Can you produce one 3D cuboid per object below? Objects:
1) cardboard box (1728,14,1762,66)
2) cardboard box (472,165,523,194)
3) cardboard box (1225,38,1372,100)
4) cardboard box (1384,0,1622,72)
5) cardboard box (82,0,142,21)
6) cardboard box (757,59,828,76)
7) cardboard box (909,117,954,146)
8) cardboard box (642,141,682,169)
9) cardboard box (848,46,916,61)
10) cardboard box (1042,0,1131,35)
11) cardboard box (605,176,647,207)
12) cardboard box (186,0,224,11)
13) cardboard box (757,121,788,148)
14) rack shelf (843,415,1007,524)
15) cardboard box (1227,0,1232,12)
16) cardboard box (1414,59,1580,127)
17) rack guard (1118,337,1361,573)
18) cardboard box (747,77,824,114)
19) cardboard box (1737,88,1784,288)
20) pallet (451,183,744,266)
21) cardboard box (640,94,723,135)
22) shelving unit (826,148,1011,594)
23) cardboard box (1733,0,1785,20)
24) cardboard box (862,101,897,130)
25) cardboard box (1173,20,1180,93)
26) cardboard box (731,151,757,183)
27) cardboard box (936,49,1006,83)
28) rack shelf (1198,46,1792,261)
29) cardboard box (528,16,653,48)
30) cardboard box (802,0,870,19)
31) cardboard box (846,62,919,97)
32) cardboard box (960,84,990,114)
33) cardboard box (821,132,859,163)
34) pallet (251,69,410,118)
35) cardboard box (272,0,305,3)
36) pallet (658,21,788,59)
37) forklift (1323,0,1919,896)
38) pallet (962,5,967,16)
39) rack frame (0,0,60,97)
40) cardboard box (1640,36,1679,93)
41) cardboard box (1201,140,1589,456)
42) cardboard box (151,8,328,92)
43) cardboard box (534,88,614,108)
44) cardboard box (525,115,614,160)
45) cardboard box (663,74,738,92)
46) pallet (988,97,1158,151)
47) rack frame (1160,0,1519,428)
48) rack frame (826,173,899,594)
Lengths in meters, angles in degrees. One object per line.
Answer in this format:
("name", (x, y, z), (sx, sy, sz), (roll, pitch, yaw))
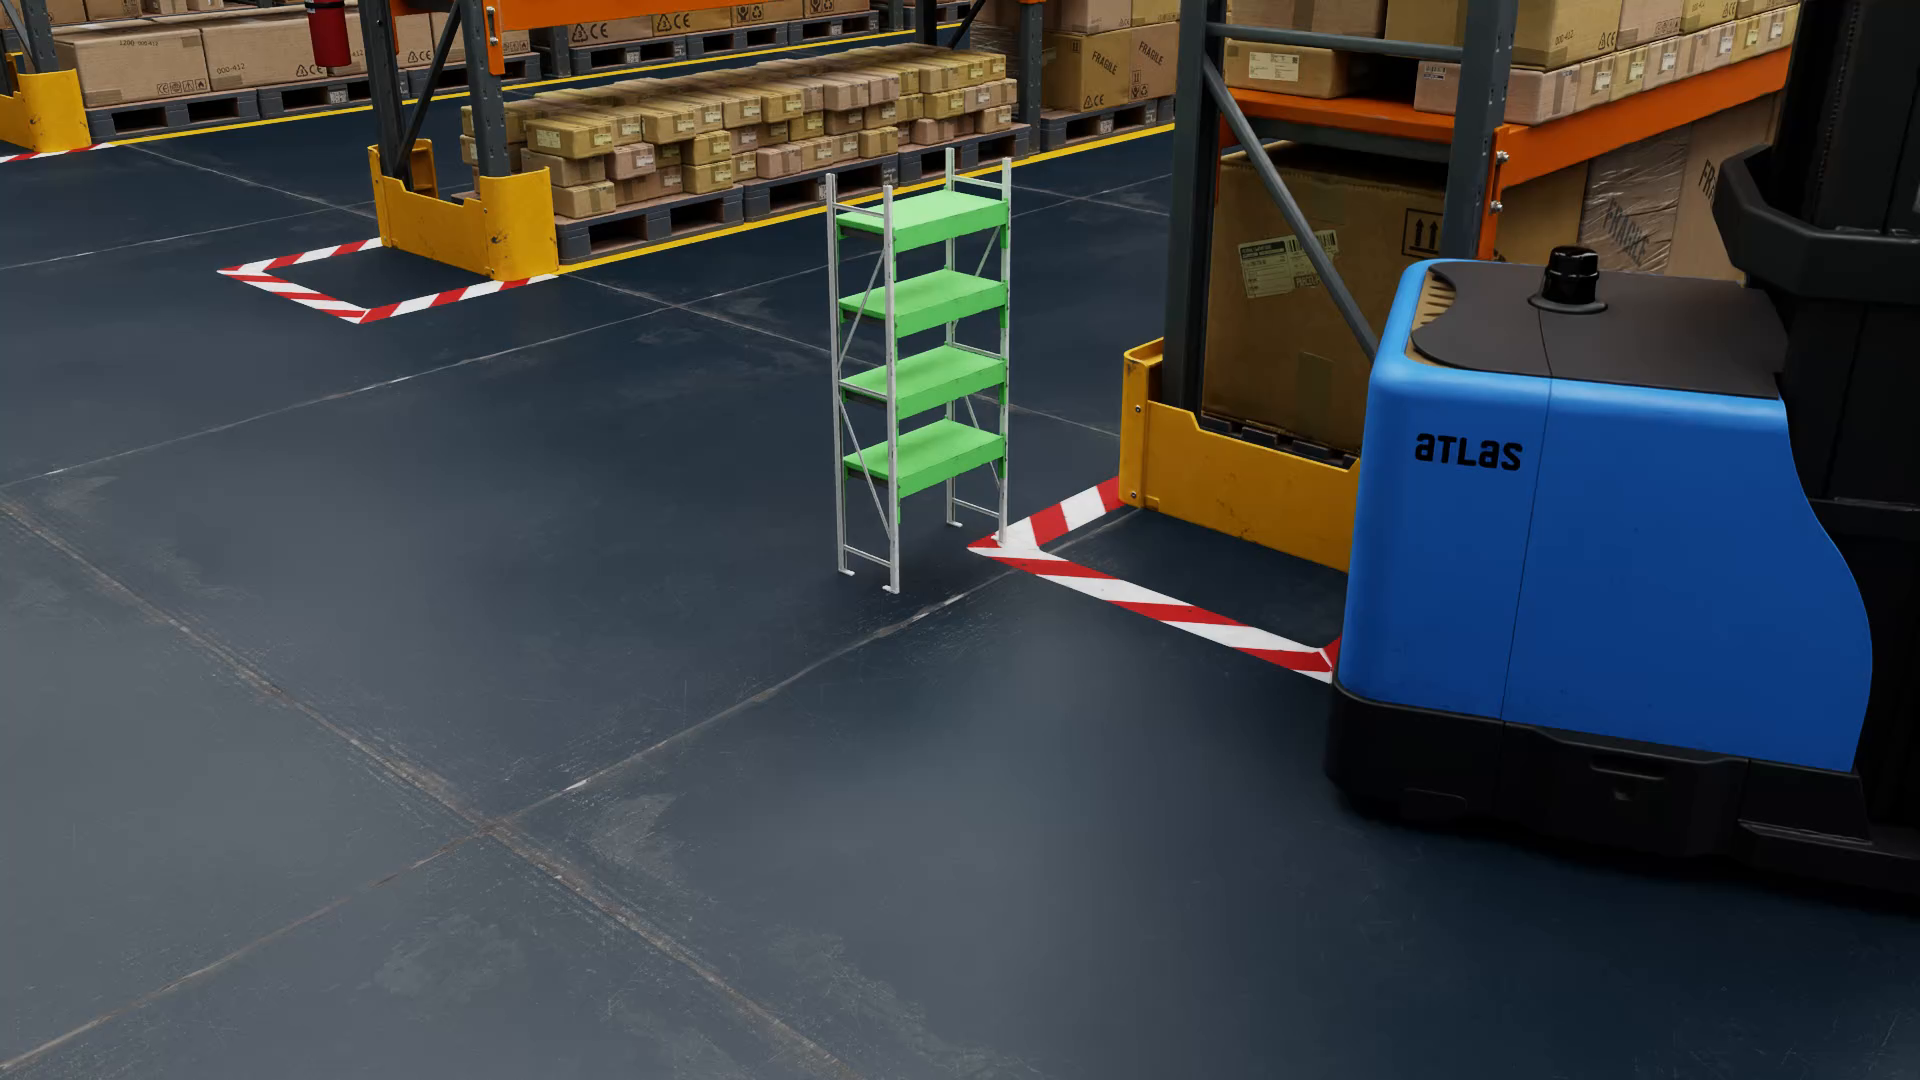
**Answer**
("cardboard box", (2.576, -1.780, 5.860), (0.380, 0.149, 0.250), (19, 30, 36))
("cardboard box", (-2.362, -1.900, 8.793), (0.380, 0.149, 0.250), (21, 31, 38))
("cardboard box", (1.060, -1.491, 5.216), (0.380, 0.149, 0.250), (21, 32, 38))
("cardboard box", (1.589, -1.547, 4.854), (0.500, 0.250, 0.500), (19, 30, 36))
("cardboard box", (-8.240, -5.245, 15.824), (0.700, 0.500, 0.500), (19, 30, 36))
("cardboard box", (-1.021, -2.826, 10.130), (0.380, 0.149, 0.250), (21, 32, 39))
("cardboard box", (-0.261, -2.535, 10.208), (0.380, 0.149, 0.250), (19, 30, 36))
("cardboard box", (-1.695, -2.075, 8.820), (0.380, 0.149, 0.250), (21, 31, 38))
("cardboard box", (-0.501, -3.057, 10.646), (0.380, 0.149, 0.250), (22, 32, 40))
("cardboard box", (0.801, -3.557, 11.143), (0.500, 0.250, 0.500), (19, 30, 35))
("cardboard box", (-1.857, -1.857, 8.698), (0.380, 0.149, 0.250), (20, 31, 37))
("cardboard box", (-7.494, -5.327, 16.436), (0.380, 0.149, 0.250), (19, 30, 36))
("cardboard box", (-1.187, -2.324, 9.375), (0.380, 0.149, 0.250), (22, 32, 40))
("rack shelf", (-0.111, -0.220, 5.016), (0.258, 0.148, 0.480), (20, 31, 38))
("cardboard box", (1.840, -4.036, 12.210), (0.500, 0.250, 0.500), (21, 32, 39))
("cardboard box", (1.551, -1.311, 4.814), (0.380, 0.149, 0.250), (21, 31, 38))
("rack guard", (1.052, -0.259, 5.217), (1.175, 0.500, 0.348), (20, 31, 38))
("cardboard box", (-0.995, -2.531, 9.472), (0.380, 0.149, 0.250), (20, 31, 38))
("cardboard box", (3.237, -1.669, 7.389), (0.875, 0.875, 0.875), (20, 31, 38))
("pallet", (-1.939, -1.781, 8.964), (1.003, 0.211, 1.213), (20, 31, 38))
("cardboard box", (-1.494, -2.278, 8.909), (0.380, 0.149, 0.250), (18, 30, 35))
("shelving unit", (-0.111, -0.497, 4.892), (0.258, 1.200, 0.503), (20, 31, 38))
("cardboard box", (2.614, -2.020, 5.908), (0.500, 0.250, 0.500), (19, 31, 37))
("cardboard box", (-0.595, -2.550, 9.878), (0.380, 0.149, 0.250), (21, 32, 39))
("cardboard box", (1.493, -3.540, 12.020), (0.500, 0.500, 0.500), (21, 31, 38))
("cardboard box", (-1.344, -2.087, 9.209), (0.380, 0.149, 0.250), (20, 31, 38))
("cardboard box", (0.068, -2.994, 10.505), (0.380, 0.149, 0.250), (21, 32, 39))
("rack shelf", (2.403, -1.688, 6.228), (1.077, 0.370, 4.000), (20, 31, 38))
("cardboard box", (-3.288, -4.765, 14.294), (0.875, 0.875, 0.875), (21, 32, 39))
("cardboard box", (-1.496, -5.585, 16.123), (0.875, 0.875, 0.875), (20, 31, 37))
("cardboard box", (-0.465, -2.770, 10.005), (0.380, 0.149, 0.250), (21, 32, 39))
("cardboard box", (-0.033, -2.769, 10.367), (0.380, 0.149, 0.250), (18, 30, 35))
("cardboard box", (-0.812, -2.313, 9.713), (0.380, 0.149, 0.250), (21, 32, 38))
("pallet", (-5.022, -3.476, 12.744), (1.003, 0.211, 1.213), (20, 31, 38))
("cardboard box", (-6.851, -5.823, 17.113), (0.500, 0.500, 0.500), (22, 32, 40))
("pallet", (-2.369, -4.689, 15.449), (1.003, 0.211, 1.213), (20, 31, 38))
("forklift", (2.421, -0.715, 3.262), (3.031, 2.935, 1.130), (8, 25, 16))
("pallet", (0.364, -5.886, 18.119), (1.003, 0.211, 1.213), (20, 31, 38))
("rack frame", (-6.312, -4.113, 10.757), (1.000, 3.000, 0.127), (20, 31, 38))
("cardboard box", (2.065, -1.547, 5.341), (0.380, 0.149, 0.250), (20, 31, 37))
("cardboard box", (1.435, -0.846, 5.555), (0.875, 0.875, 0.875), (20, 31, 38))
("cardboard box", (-5.341, -3.645, 12.332), (0.875, 0.438, 0.875), (21, 32, 39))
("cardboard box", (-2.105, -2.360, 9.090), (0.380, 0.149, 0.250), (19, 31, 36))
("cardboard box", (-1.956, -2.021, 8.336), (0.380, 0.149, 0.250), (18, 30, 35))
("cardboard box", (-1.489, -2.568, 9.556), (0.380, 0.149, 0.250), (19, 30, 36))
("pallet", (0.630, -2.976, 11.630), (1.003, 0.211, 1.213), (20, 31, 38))
("rack frame", (1.068, -1.407, 4.722), (1.000, 3.000, 0.127), (20, 31, 38))
("rack frame", (-0.273, -0.423, 4.726), (0.240, 1.200, 0.015), (20, 31, 38))
